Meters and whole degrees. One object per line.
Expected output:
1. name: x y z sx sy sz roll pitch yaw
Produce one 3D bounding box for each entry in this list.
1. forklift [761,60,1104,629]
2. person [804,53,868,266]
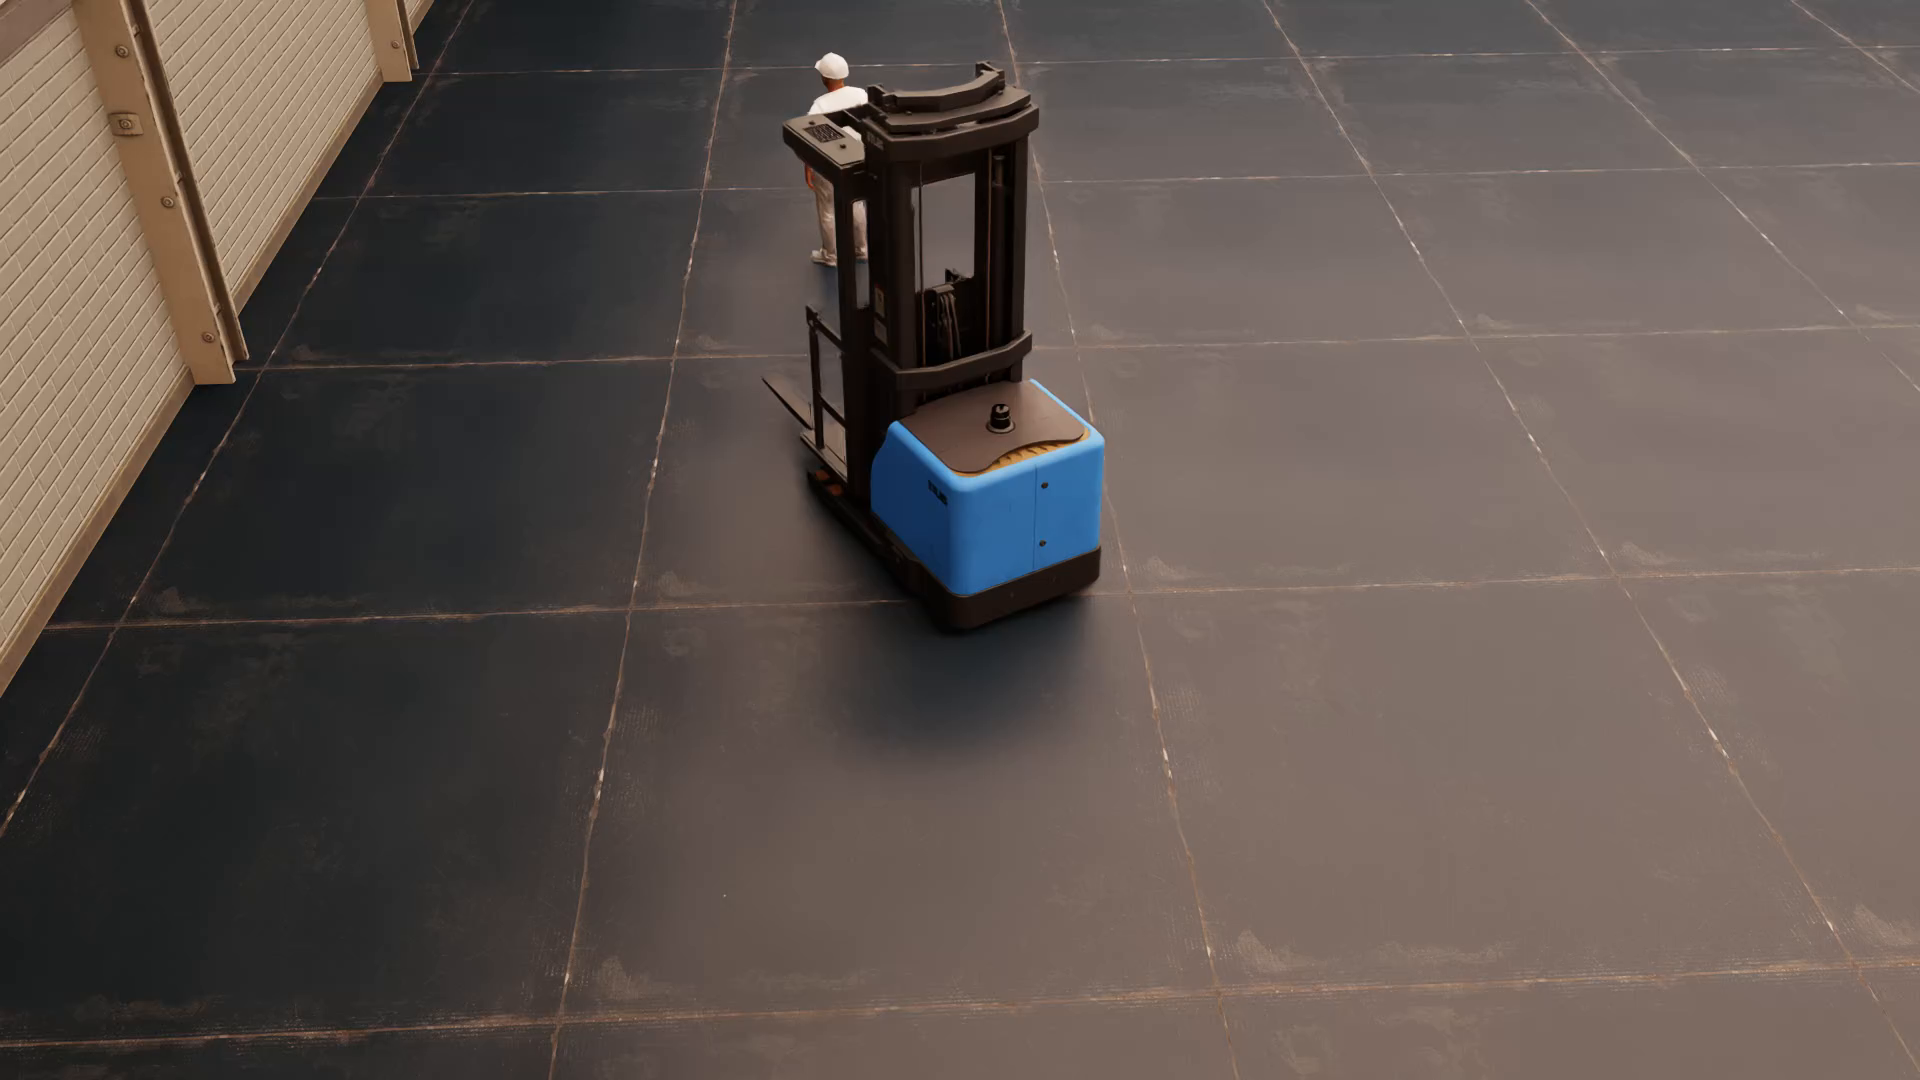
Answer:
1. forklift: -0.341 -1.508 10.081 1.130 2.935 3.031 -19 40 -24
2. person: -0.966 -2.993 13.119 0.661 1.778 0.492 -20 41 -25
